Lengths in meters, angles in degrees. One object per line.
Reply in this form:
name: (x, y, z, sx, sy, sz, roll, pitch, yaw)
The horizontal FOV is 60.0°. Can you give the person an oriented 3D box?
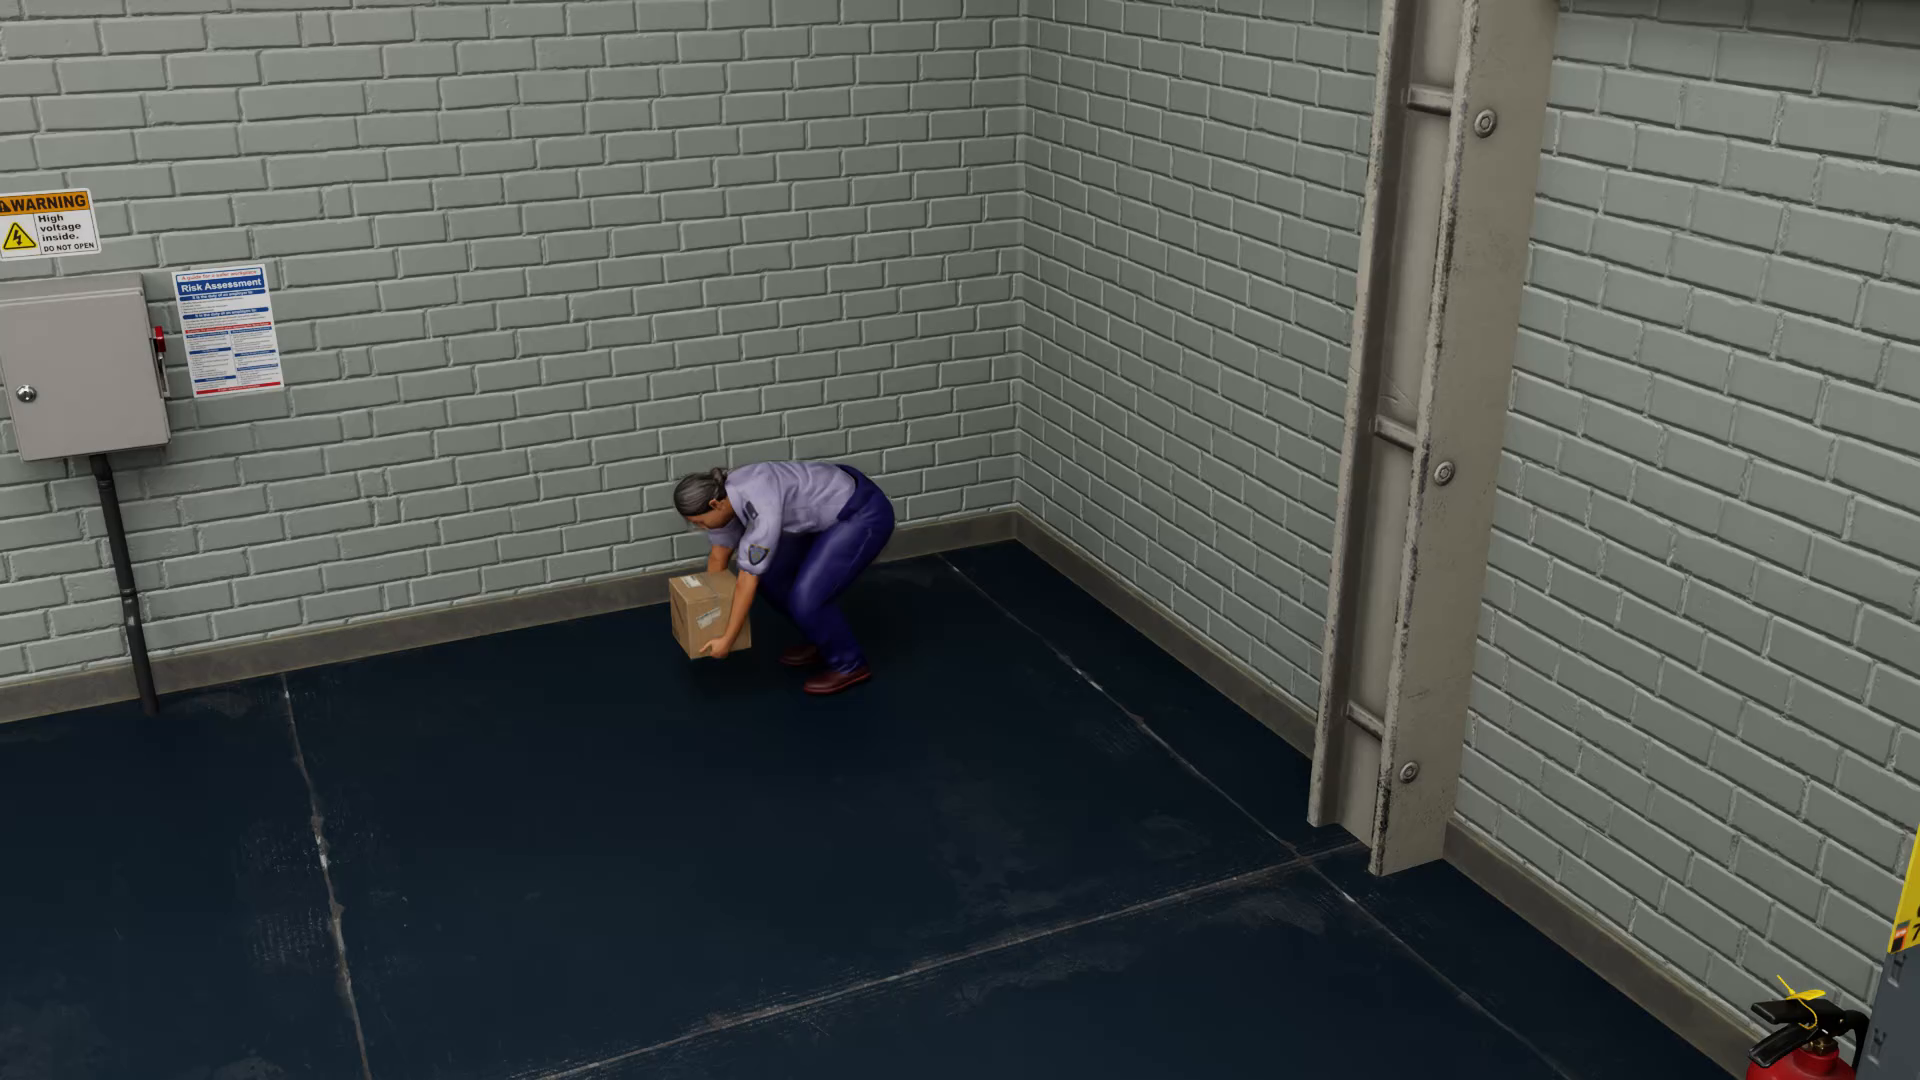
person: (-0.700, 0.125, 6.688, 0.893, 0.983, 0.518, -12, 25, -26)
